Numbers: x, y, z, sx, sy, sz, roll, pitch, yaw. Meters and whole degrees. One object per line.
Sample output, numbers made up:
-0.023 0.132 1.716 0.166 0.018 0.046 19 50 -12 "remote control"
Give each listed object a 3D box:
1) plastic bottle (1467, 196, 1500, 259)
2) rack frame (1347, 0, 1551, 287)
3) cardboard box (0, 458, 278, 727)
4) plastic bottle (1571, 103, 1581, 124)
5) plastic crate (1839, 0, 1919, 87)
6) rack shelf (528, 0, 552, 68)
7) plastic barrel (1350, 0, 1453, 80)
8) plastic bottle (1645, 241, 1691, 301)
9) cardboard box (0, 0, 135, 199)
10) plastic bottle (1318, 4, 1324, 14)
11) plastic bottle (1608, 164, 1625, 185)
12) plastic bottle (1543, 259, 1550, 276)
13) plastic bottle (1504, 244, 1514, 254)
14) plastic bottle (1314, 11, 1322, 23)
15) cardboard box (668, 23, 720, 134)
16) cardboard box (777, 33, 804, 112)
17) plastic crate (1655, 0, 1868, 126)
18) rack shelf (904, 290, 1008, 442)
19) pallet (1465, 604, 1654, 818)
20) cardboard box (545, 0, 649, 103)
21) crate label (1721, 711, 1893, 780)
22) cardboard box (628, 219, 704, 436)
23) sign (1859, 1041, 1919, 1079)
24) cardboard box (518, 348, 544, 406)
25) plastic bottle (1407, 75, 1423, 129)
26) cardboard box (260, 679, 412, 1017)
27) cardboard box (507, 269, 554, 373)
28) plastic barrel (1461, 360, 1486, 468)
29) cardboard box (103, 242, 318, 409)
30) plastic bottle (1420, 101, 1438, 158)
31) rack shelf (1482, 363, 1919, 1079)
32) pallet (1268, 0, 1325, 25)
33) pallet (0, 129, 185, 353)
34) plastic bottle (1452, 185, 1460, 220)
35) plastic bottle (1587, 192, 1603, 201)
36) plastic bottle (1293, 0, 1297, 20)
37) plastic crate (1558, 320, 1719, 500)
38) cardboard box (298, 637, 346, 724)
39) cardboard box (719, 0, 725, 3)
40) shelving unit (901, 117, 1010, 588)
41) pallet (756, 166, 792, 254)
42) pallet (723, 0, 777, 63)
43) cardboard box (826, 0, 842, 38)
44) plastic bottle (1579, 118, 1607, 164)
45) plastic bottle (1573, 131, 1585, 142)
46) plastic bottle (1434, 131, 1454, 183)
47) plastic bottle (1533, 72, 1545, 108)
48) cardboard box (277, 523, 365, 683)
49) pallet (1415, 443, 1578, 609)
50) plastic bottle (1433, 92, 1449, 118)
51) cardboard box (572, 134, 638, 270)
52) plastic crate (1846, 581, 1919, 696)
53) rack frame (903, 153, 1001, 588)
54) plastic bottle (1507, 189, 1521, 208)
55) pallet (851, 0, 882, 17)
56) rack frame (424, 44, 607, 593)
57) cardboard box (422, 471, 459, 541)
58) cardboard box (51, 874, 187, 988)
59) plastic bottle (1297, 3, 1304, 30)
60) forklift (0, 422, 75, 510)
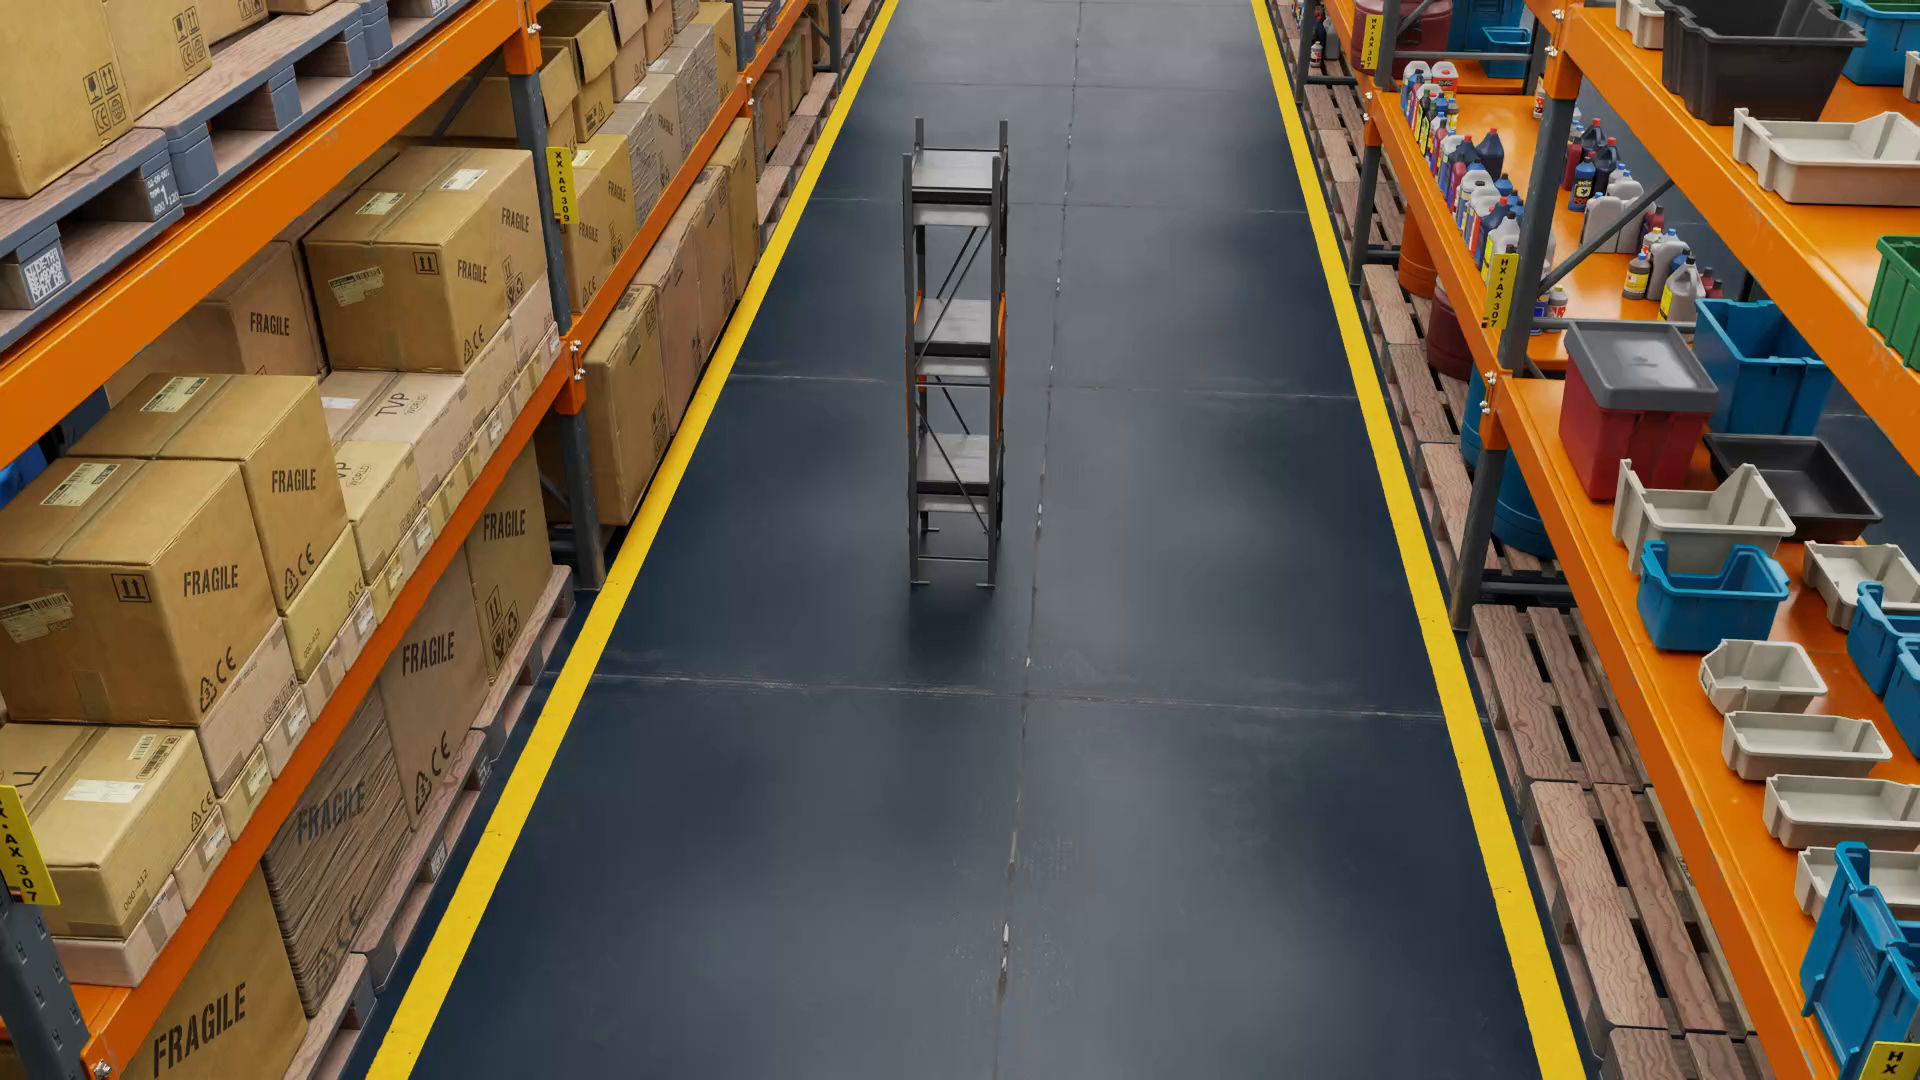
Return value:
2.525 -1.490 7.927 0.152 0.276 0.135 2 32 4 "plastic bottle"
3.070 -2.960 10.194 1.000 3.000 0.127 2 32 4 "rack frame"
-2.169 0.129 4.326 0.500 0.500 0.500 2 32 3 "cardboard box"
3.384 -2.291 9.232 0.097 0.271 0.097 0 32 0 "plastic bottle"
2.989 -1.584 5.262 0.416 0.233 0.300 2 32 4 "plastic crate"
-2.029 -3.096 8.242 1.077 0.370 4.000 2 32 4 "rack shelf"
2.806 -3.273 10.573 0.600 0.536 0.708 2 32 4 "plastic barrel"
3.192 -1.232 7.509 0.152 0.276 0.135 2 32 4 "plastic bottle"
-2.363 -1.092 3.713 0.700 0.500 0.500 1 32 2 "cardboard box"
3.326 -4.781 15.319 0.061 0.283 0.133 2 32 4 "plastic bottle"
3.301 -1.755 8.361 0.097 0.271 0.097 0 32 0 "plastic bottle"
2.610 -1.199 7.526 0.097 0.201 0.097 0 32 0 "plastic bottle"
2.428 -1.161 7.387 0.061 0.283 0.133 2 32 4 "plastic bottle"
3.177 -4.560 14.896 0.144 0.351 0.185 1 32 2 "plastic bottle"
-1.706 -2.685 9.652 0.500 0.500 0.500 2 32 4 "cardboard box"
-1.670 -3.817 13.548 0.700 0.500 0.500 2 32 4 "cardboard box"
2.370 -1.452 5.012 0.497 0.269 0.590 2 32 4 "plastic crate"
-0.013 -0.796 7.566 0.431 0.518 0.480 2 32 4 "rack shelf"
2.723 0.705 6.905 1.003 0.211 1.213 2 32 4 "pallet"
-2.046 -2.568 8.506 0.797 0.503 0.637 3 32 6 "cardboard box"
2.341 0.578 4.647 0.396 0.136 0.243 2 32 4 "crate label"
-2.088 -1.157 8.893 1.225 0.875 0.875 1 32 2 "cardboard box"
1.869 1.139 3.387 0.100 0.325 0.005 2 32 4 "sign"
-1.911 -0.664 6.709 0.380 0.149 0.250 3 32 5 "cardboard box"
2.641 -2.528 9.604 0.061 0.283 0.133 2 32 4 "plastic bottle"
-2.471 0.924 5.517 0.875 0.875 0.875 2 32 4 "cardboard box"
-1.966 -0.900 6.711 0.500 0.250 0.500 2 32 3 "cardboard box"
2.863 -0.808 8.301 0.600 0.901 0.708 2 32 4 "plastic barrel"
-2.571 -0.693 5.660 0.500 0.500 0.500 1 32 2 "cardboard box"
2.600 -2.267 9.181 0.061 0.283 0.133 2 32 4 "plastic bottle"
2.582 0.484 5.291 1.077 0.370 4.000 2 32 4 "rack shelf"
3.691 -5.490 16.957 1.003 0.211 1.213 2 32 4 "pallet"
-2.468 -0.616 3.615 1.003 0.211 1.213 2 32 4 "pallet"
2.537 -1.712 8.358 0.097 0.201 0.097 0 32 0 "plastic bottle"
3.130 -1.610 8.193 0.097 0.201 0.097 0 32 0 "plastic bottle"
3.227 -5.122 15.871 0.061 0.283 0.133 3 32 5 "plastic bottle"
2.422 -0.465 6.027 0.402 0.464 0.583 2 32 4 "plastic crate"
-2.078 0.410 4.965 0.380 0.149 0.250 2 32 3 "cardboard box"
-1.916 -3.973 11.342 0.700 0.500 0.500 7 32 11 "cardboard box"
-0.013 -0.807 7.559 0.431 2.100 0.503 2 32 4 "shelving unit"
-1.801 -2.393 11.931 1.003 0.211 1.213 2 32 4 "pallet"
-1.914 -3.467 11.199 1.213 0.211 1.003 2 32 4 "pallet"
-1.429 -4.885 15.300 0.500 0.500 0.500 13 34 19 "cardboard box"
3.315 -2.030 8.732 0.144 0.351 0.185 2 32 4 "plastic bottle"
3.361 -2.109 9.002 0.097 0.201 0.097 0 32 0 "plastic bottle"
2.582 -2.029 8.806 0.097 0.271 0.097 0 32 0 "plastic bottle"
3.462 -2.680 9.851 0.061 0.283 0.133 2 32 4 "plastic bottle"
-2.129 0.175 4.966 0.500 0.250 0.500 1 32 2 "cardboard box"
2.849 -0.083 8.183 1.003 0.211 1.213 2 32 4 "pallet"
2.699 -2.389 9.389 0.097 0.271 0.097 0 32 0 "plastic bottle"
-1.865 -1.615 7.916 0.500 0.500 0.500 3 32 4 "cardboard box"
2.899 0.309 4.992 0.416 0.233 0.300 2 32 4 "plastic crate"
-0.033 -0.680 7.352 0.400 2.100 0.015 2 32 4 "rack frame"
2.662 -1.563 8.049 0.097 0.271 0.097 0 32 0 "plastic bottle"
-1.323 -5.704 17.305 1.003 0.211 1.213 2 32 4 "pallet"
-2.192 -1.080 7.143 1.000 3.000 0.127 2 32 4 "rack frame"
-1.995 -0.127 5.837 0.380 0.149 0.250 2 32 3 "cardboard box"
-2.160 0.947 4.093 0.380 0.149 0.250 3 32 5 "cardboard box"
3.211 -4.897 15.518 0.097 0.271 0.097 0 32 0 "plastic bottle"
-4.865 -1.204 7.411 1.130 2.935 3.031 -13 34 -20 "forklift"
